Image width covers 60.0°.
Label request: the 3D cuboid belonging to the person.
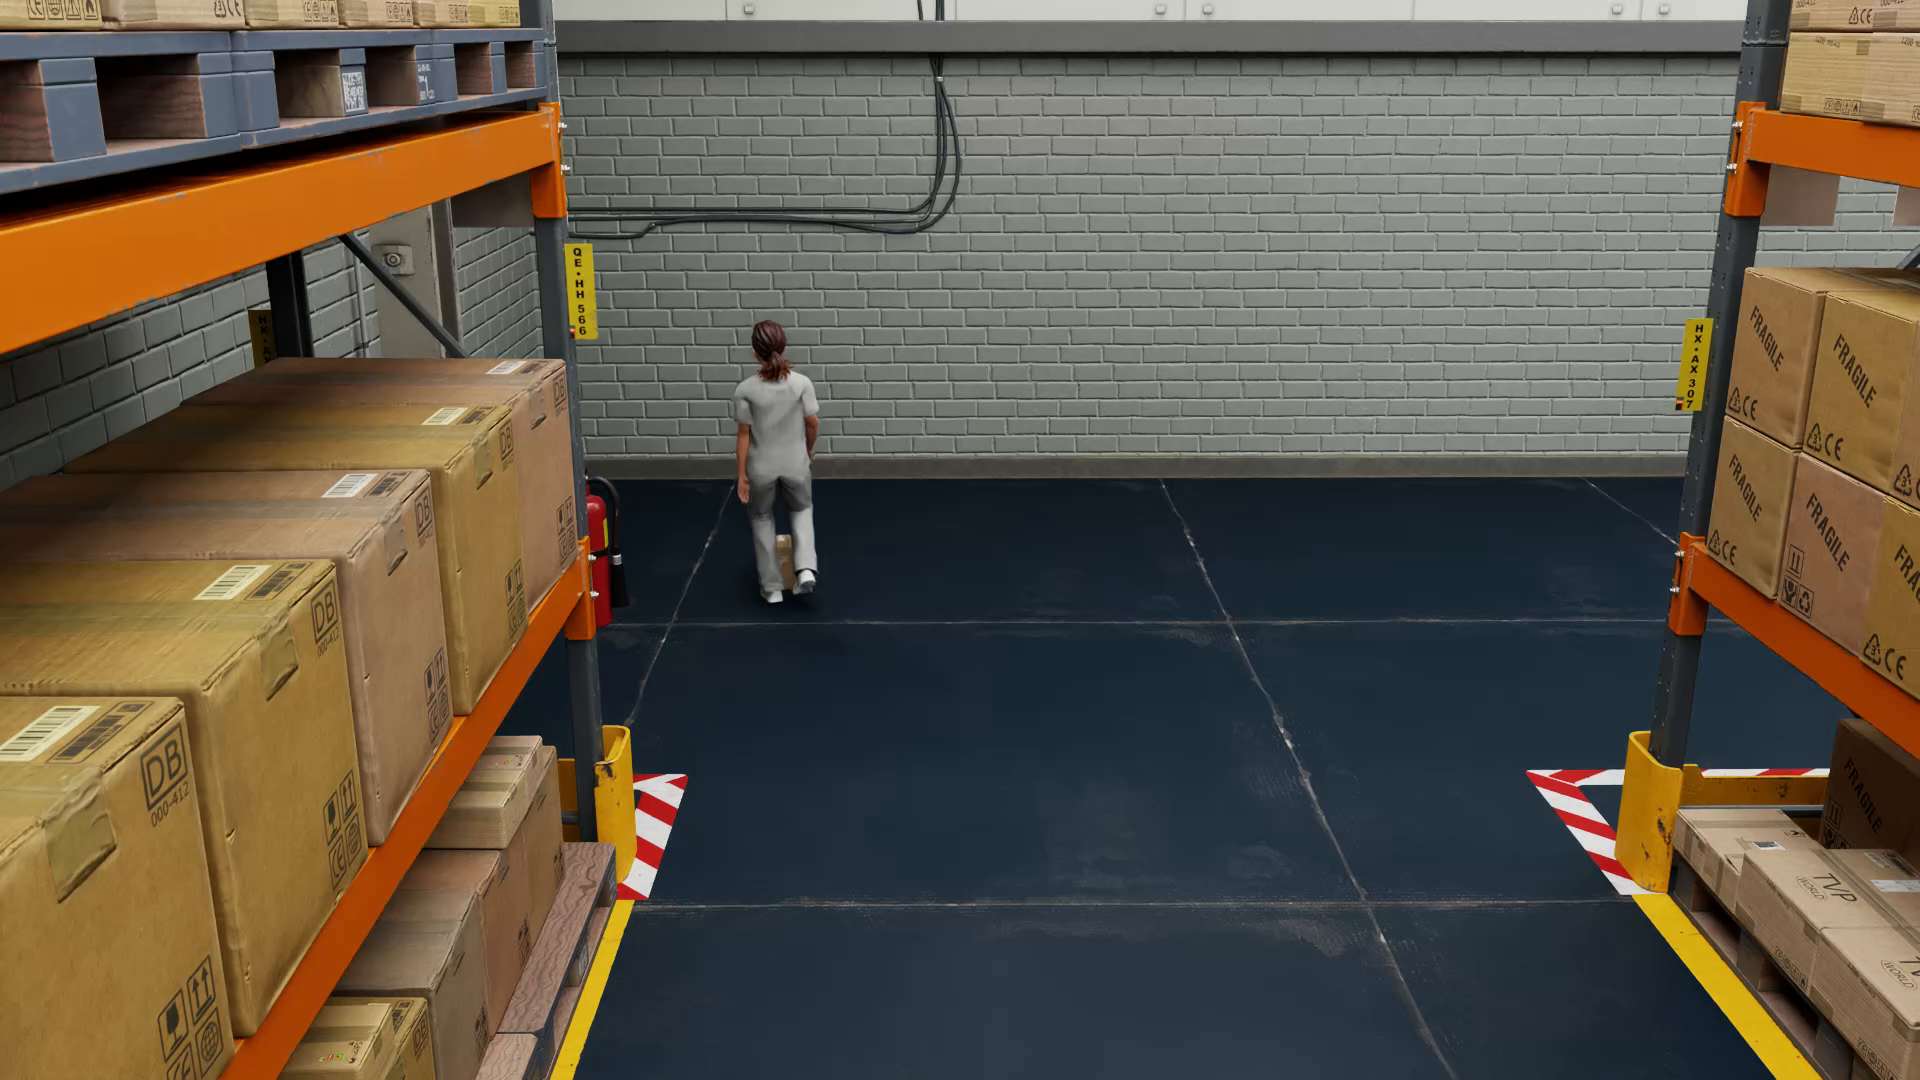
[{"bbox_3d":[-0.992,-0.402,8.969,0.460,1.618,0.626,-4,18,-12],"label":"person"}]
